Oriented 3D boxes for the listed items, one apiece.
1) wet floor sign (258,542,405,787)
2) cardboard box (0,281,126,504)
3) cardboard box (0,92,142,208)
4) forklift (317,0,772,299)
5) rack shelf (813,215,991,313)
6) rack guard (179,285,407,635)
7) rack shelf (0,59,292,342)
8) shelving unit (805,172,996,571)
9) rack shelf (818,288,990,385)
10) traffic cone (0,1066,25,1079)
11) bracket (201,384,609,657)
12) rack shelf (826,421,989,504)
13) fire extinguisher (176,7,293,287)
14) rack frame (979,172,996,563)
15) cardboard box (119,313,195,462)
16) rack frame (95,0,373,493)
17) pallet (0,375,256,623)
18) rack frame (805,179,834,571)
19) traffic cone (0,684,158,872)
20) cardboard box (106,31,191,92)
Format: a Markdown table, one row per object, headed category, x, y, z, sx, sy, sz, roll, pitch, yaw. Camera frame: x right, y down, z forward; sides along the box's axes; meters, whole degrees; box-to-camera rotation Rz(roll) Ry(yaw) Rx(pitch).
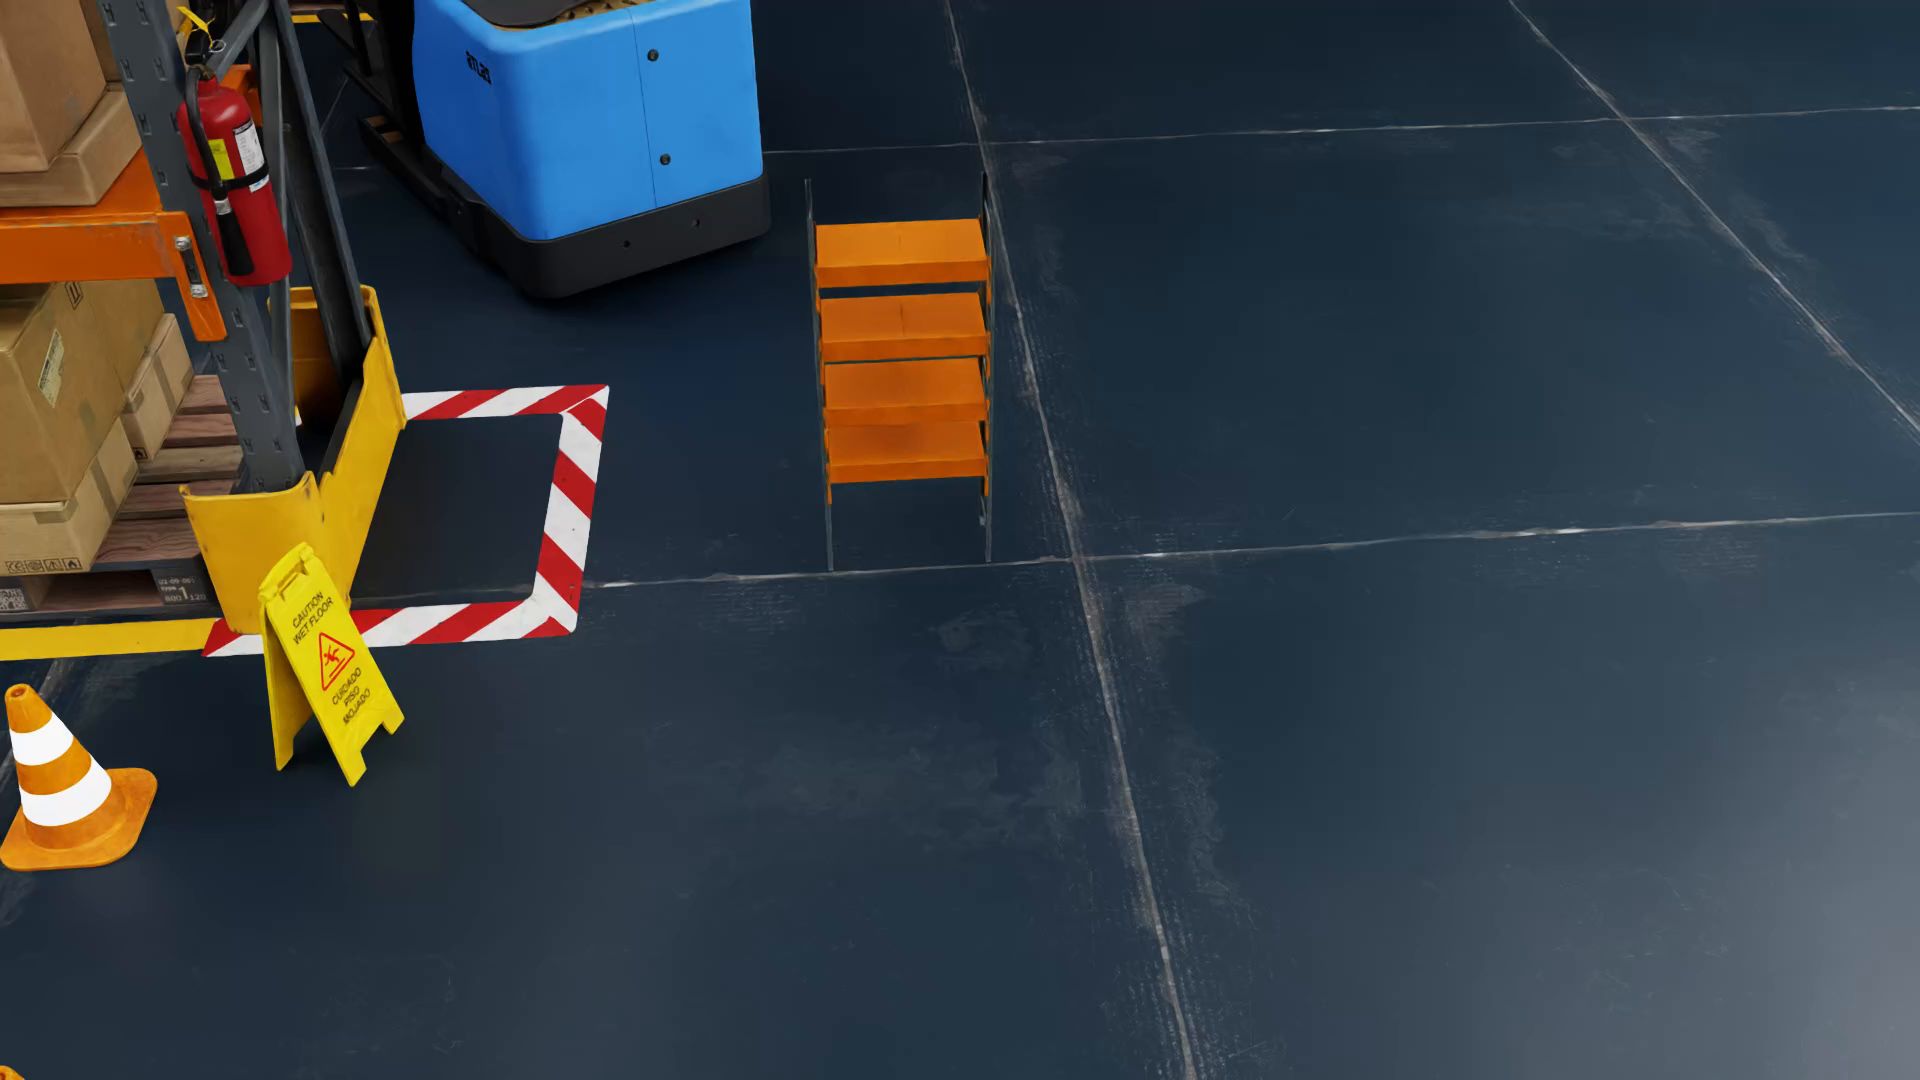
| category | x | y | z | sx | sy | sz | roll | pitch | yaw |
| --- | --- | --- | --- | --- | --- | --- | --- | --- | --- |
| wet floor sign | -1.688 | 0.305 | 4.342 | 0.232 | 0.644 | 0.267 | 9 | 39 | 12 |
| cardboard box | -2.747 | -0.444 | 4.666 | 0.500 | 0.500 | 0.500 | -3 | 38 | -4 |
| cardboard box | -2.326 | -1.018 | 4.321 | 0.250 | 0.149 | 0.380 | -2 | 38 | -2 |
| forklift | -2.023 | -2.933 | 6.601 | 1.130 | 2.935 | 3.031 | -24 | 44 | -27 |
| rack shelf | -0.165 | -0.770 | 4.623 | 0.480 | 0.148 | 0.258 | -3 | 38 | -4 |
| rack guard | -2.048 | -0.283 | 5.205 | 0.348 | 0.500 | 1.175 | -3 | 38 | -4 |
| rack shelf | -3.964 | -0.877 | 4.520 | 4.000 | 0.370 | 1.077 | -3 | 38 | -4 |
| shelving unit | -0.165 | -0.462 | 4.867 | 0.503 | 1.200 | 0.258 | -3 | 38 | -4 |
| rack shelf | -0.165 | -0.585 | 4.770 | 0.480 | 0.148 | 0.258 | -3 | 38 | -4 |
| traffic cone | -1.849 | 1.213 | 3.339 | 0.334 | 0.463 | 0.336 | -3 | 38 | -4 |
| bracket | -1.724 | -0.110 | 5.390 | 1.079 | 0.001 | 1.378 | -3 | 38 | -4 |
| rack shelf | -0.165 | -0.253 | 5.032 | 0.480 | 0.148 | 0.258 | -3 | 38 | -4 |
| fire extinguisher | -1.818 | -0.960 | 4.108 | 0.183 | 0.674 | 0.296 | -3 | 38 | -4 |
| rack frame | 0.078 | -0.475 | 4.884 | 0.015 | 1.200 | 0.240 | -3 | 38 | -4 |
| cardboard box | -2.800 | -0.481 | 5.318 | 0.500 | 0.250 | 0.500 | -3 | 38 | -4 |
| rack frame | -1.972 | -1.269 | 4.436 | 0.127 | 3.000 | 1.000 | -3 | 38 | -4 |
| pallet | -2.860 | -0.147 | 5.266 | 1.213 | 0.211 | 1.003 | -3 | 38 | -4 |
| rack frame | -0.408 | -0.449 | 4.850 | 0.015 | 1.200 | 0.240 | -3 | 38 | -4 |
| traffic cone | -2.286 | 0.547 | 4.184 | 0.334 | 0.463 | 0.336 | -3 | 38 | -4 |
| cardboard box | -2.329 | -1.279 | 4.652 | 0.250 | 0.149 | 0.380 | -3 | 38 | -4 |
